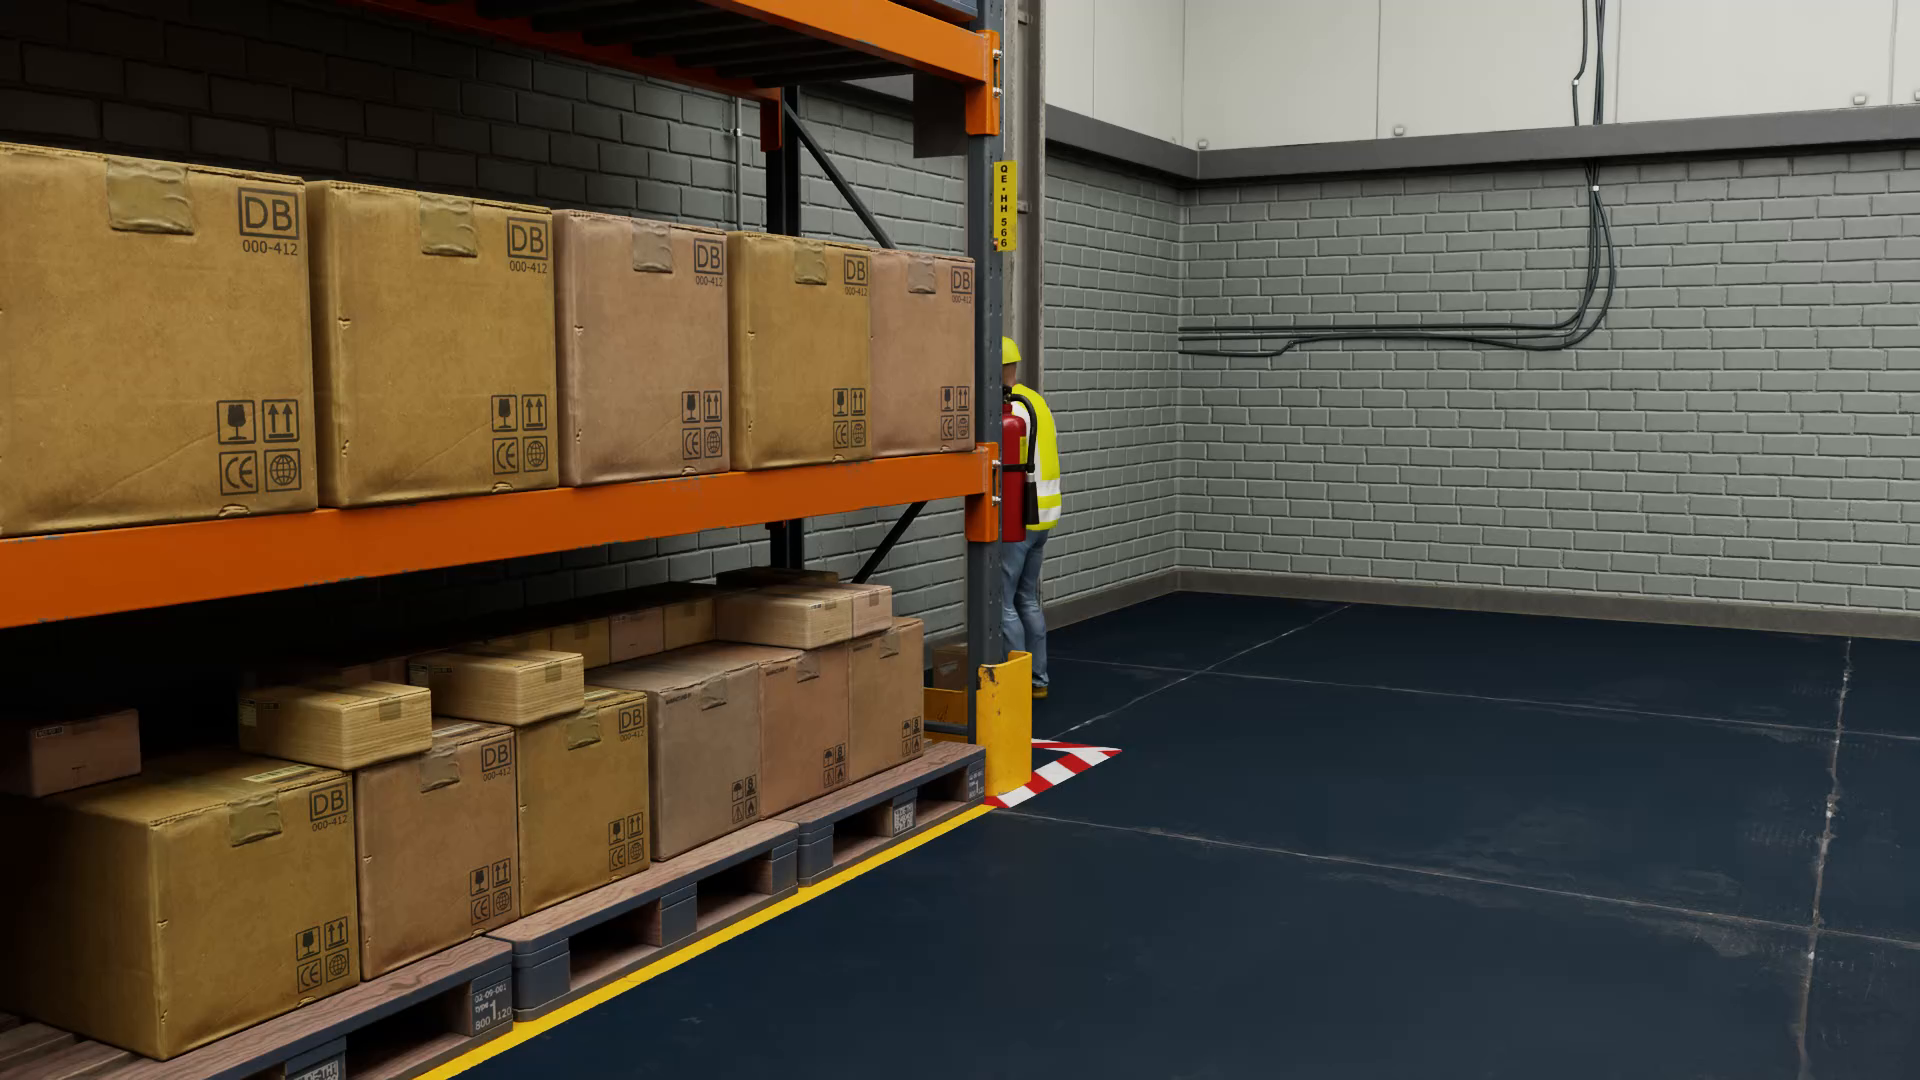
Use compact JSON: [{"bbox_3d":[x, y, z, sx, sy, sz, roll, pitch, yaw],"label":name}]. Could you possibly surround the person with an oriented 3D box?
[{"bbox_3d":[0.237,-0.091,7.938,0.460,1.759,0.629,3,7,25],"label":"person"}]
